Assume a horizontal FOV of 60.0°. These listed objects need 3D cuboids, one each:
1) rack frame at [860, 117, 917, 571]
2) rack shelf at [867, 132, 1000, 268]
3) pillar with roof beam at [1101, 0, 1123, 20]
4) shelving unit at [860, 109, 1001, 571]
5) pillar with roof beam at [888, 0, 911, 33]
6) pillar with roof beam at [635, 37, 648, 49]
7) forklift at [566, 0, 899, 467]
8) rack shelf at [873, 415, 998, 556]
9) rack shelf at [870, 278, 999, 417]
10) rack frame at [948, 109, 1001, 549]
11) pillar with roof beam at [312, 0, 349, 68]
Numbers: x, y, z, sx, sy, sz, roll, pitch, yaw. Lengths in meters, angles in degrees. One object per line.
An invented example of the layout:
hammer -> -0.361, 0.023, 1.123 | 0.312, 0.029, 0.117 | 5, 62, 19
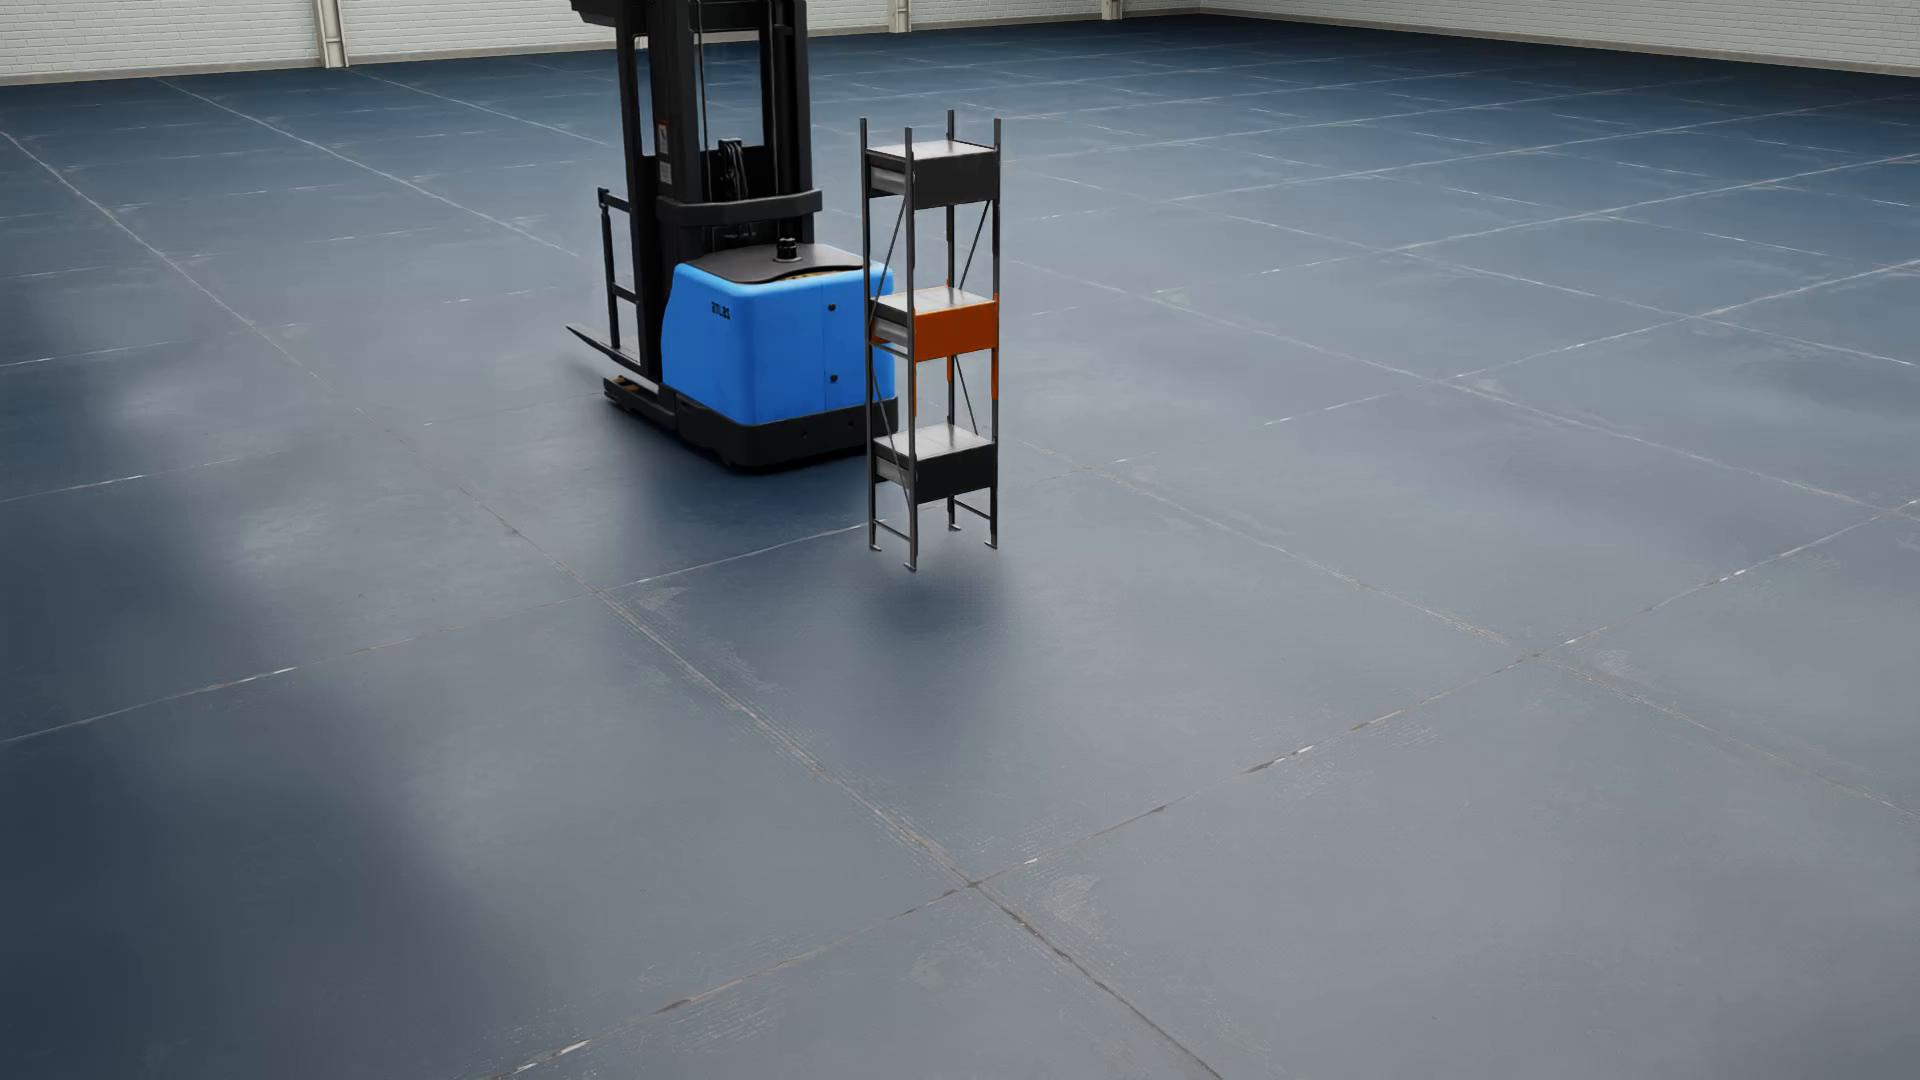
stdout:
rack frame -> -0.332, -0.887, 7.801 | 0.015, 2.100, 0.400 | -15, 26, -33
rack shelf -> -0.134, -1.577, 7.679 | 0.480, 0.518, 0.431 | -15, 26, -33
pillar with roof beam -> 6.084, -15.148, 34.231 | 0.400, 9.000, 9.100 | -15, 26, -33
shelving unit -> -0.134, -0.939, 7.934 | 0.503, 2.100, 0.431 | -15, 26, -33
pillar with roof beam -> 1.213, -13.849, 30.977 | 0.400, 9.000, 9.100 | -15, 26, -33
pillar with roof beam -> -3.657, -12.550, 27.722 | 0.400, 9.000, 9.100 | -15, 26, -33
forklift -> -1.608, -2.258, 10.117 | 1.130, 2.935, 3.031 | -14, 26, -32
rack shelf -> -0.134, -0.277, 8.198 | 0.480, 0.518, 0.431 | -15, 26, -33
rack shelf -> -0.134, -0.927, 7.939 | 0.480, 0.518, 0.431 | -15, 26, -33
rack frame -> 0.064, -0.992, 8.066 | 0.015, 2.100, 0.400 | -15, 26, -33
pillar with roof beam -> -8.528, -11.252, 24.468 | 0.400, 9.000, 9.100 | -15, 26, -33
